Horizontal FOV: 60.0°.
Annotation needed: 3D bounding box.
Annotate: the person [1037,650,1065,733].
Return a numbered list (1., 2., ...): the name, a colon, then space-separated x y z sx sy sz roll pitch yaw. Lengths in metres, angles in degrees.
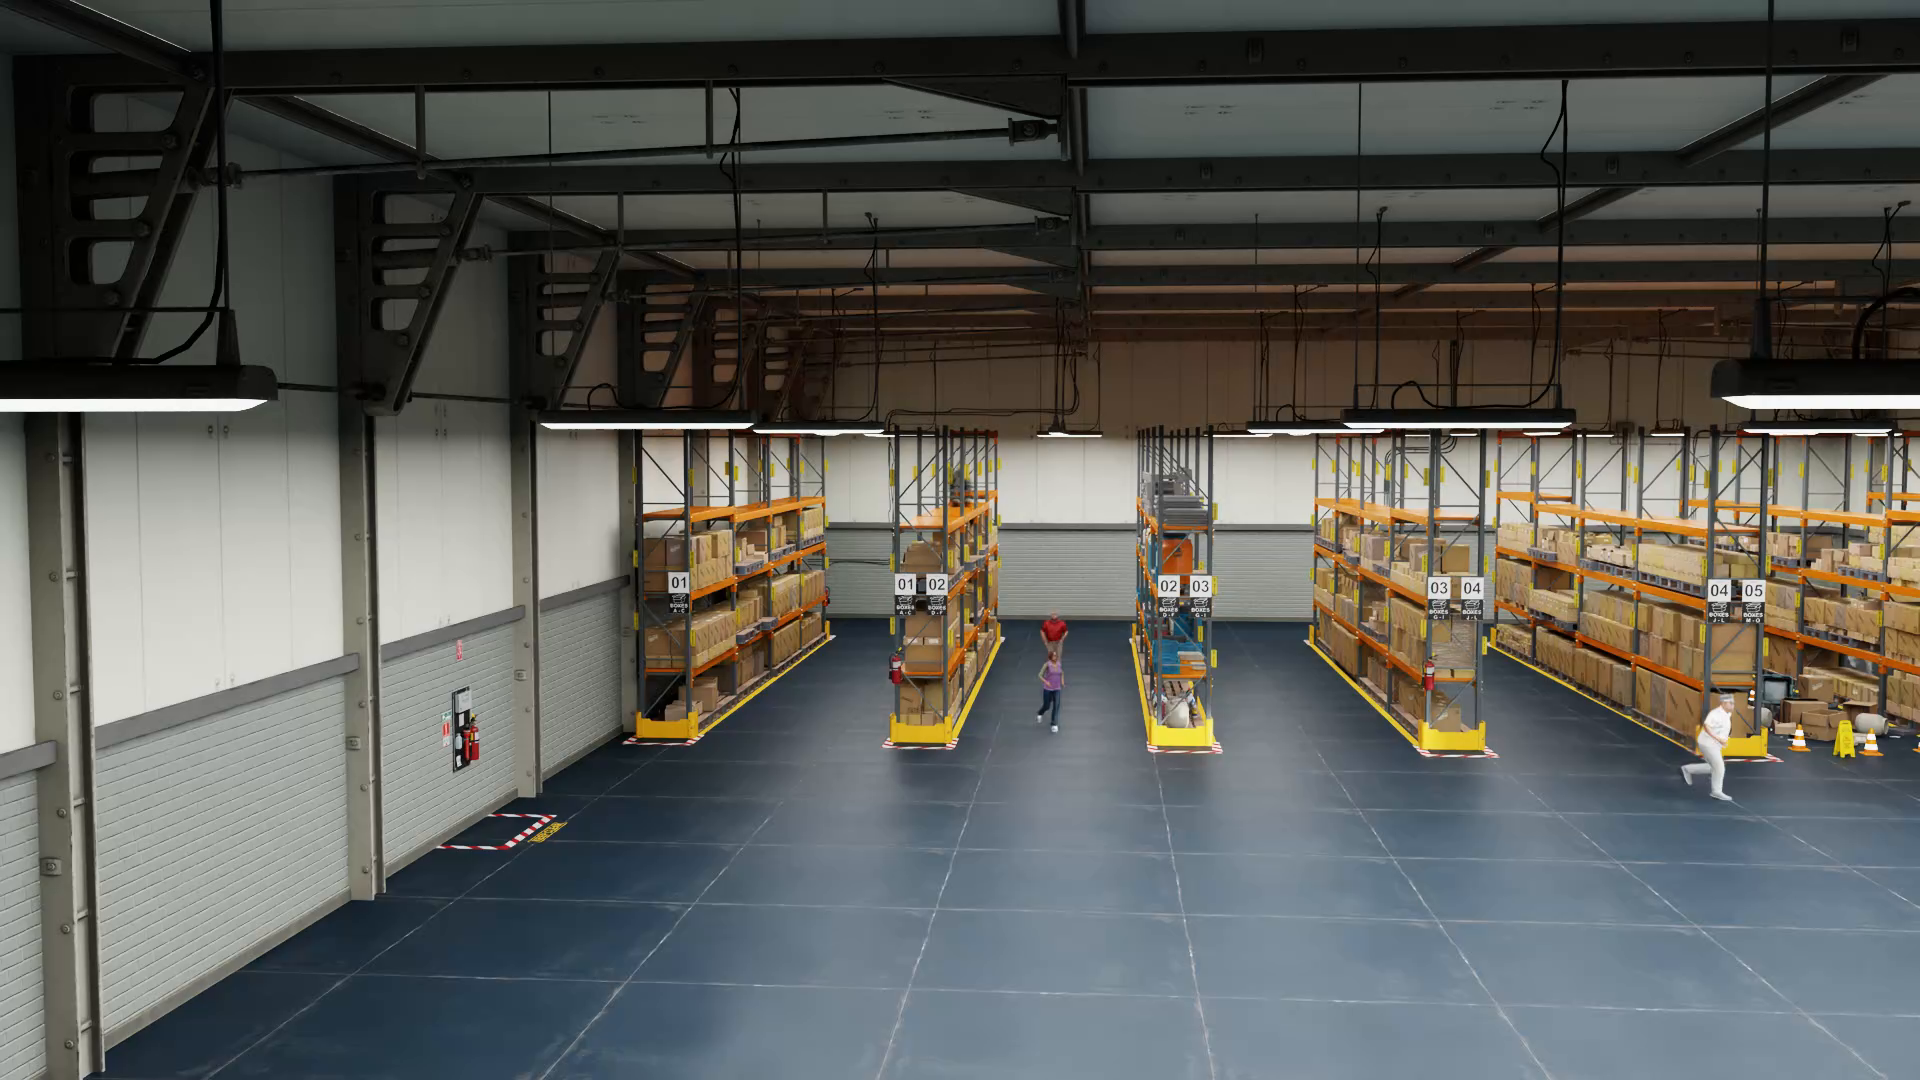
1. person: 1.832 2.958 32.806 0.575 1.576 0.848 -1 4 -20

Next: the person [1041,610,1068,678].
1. person: 2.251 2.519 39.436 0.649 1.686 0.629 0 3 -1

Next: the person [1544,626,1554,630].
1. person: 17.190 1.932 48.449 0.790 1.758 0.658 -2 4 -27

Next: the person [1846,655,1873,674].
1. person: 21.844 2.399 40.477 0.692 1.796 0.880 0 3 2

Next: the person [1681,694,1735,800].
1. person: 11.969 3.281 26.653 0.629 1.720 0.829 -3 5 -44
